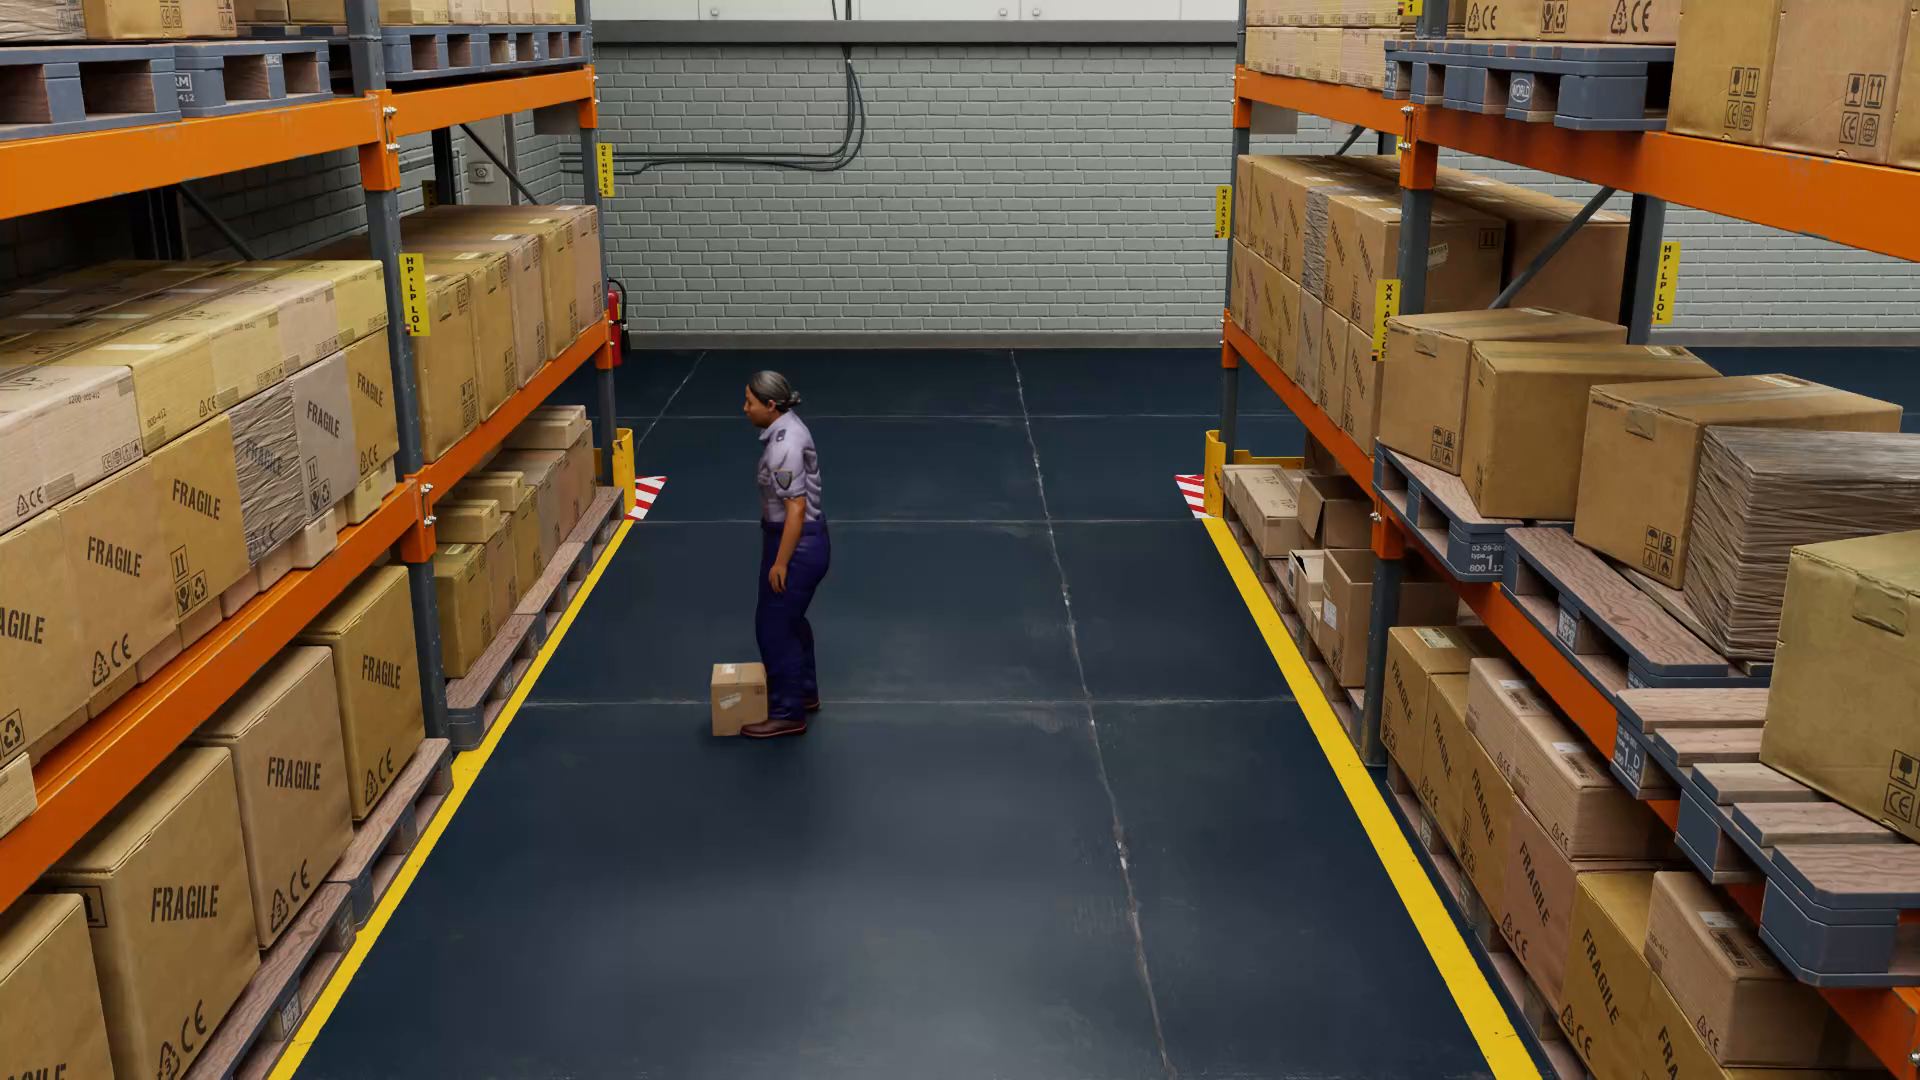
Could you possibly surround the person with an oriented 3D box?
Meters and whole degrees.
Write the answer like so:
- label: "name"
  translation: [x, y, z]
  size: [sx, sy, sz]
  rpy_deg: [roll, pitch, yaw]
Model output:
- label: "person"
  translation: [-0.789, 0.058, 7.398]
  size: [0.423, 1.636, 0.542]
  rpy_deg: [-1, 17, -3]
